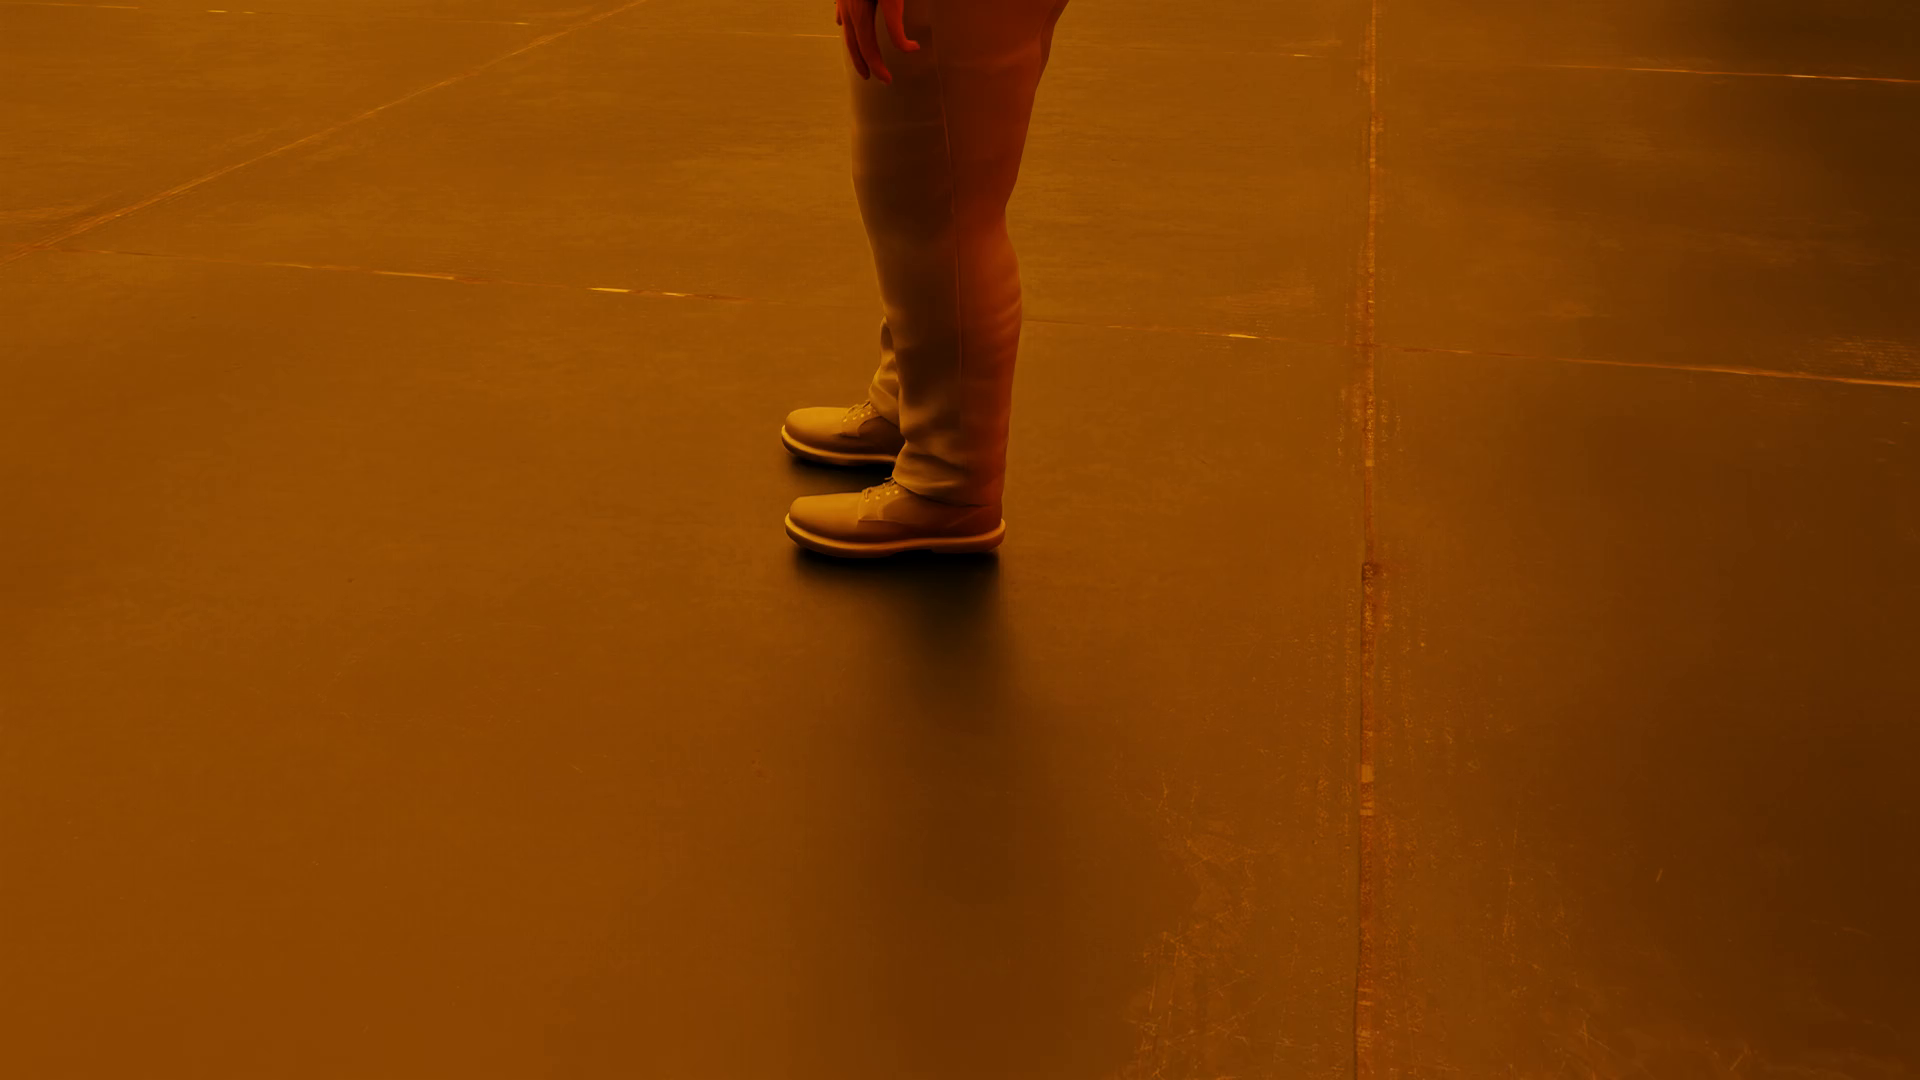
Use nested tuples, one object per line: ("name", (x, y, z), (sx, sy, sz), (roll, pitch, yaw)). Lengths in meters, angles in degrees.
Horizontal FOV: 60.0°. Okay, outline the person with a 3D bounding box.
("person", (-0.074, -0.814, 2.121), (0.574, 1.778, 0.641), (6, 27, 11))
